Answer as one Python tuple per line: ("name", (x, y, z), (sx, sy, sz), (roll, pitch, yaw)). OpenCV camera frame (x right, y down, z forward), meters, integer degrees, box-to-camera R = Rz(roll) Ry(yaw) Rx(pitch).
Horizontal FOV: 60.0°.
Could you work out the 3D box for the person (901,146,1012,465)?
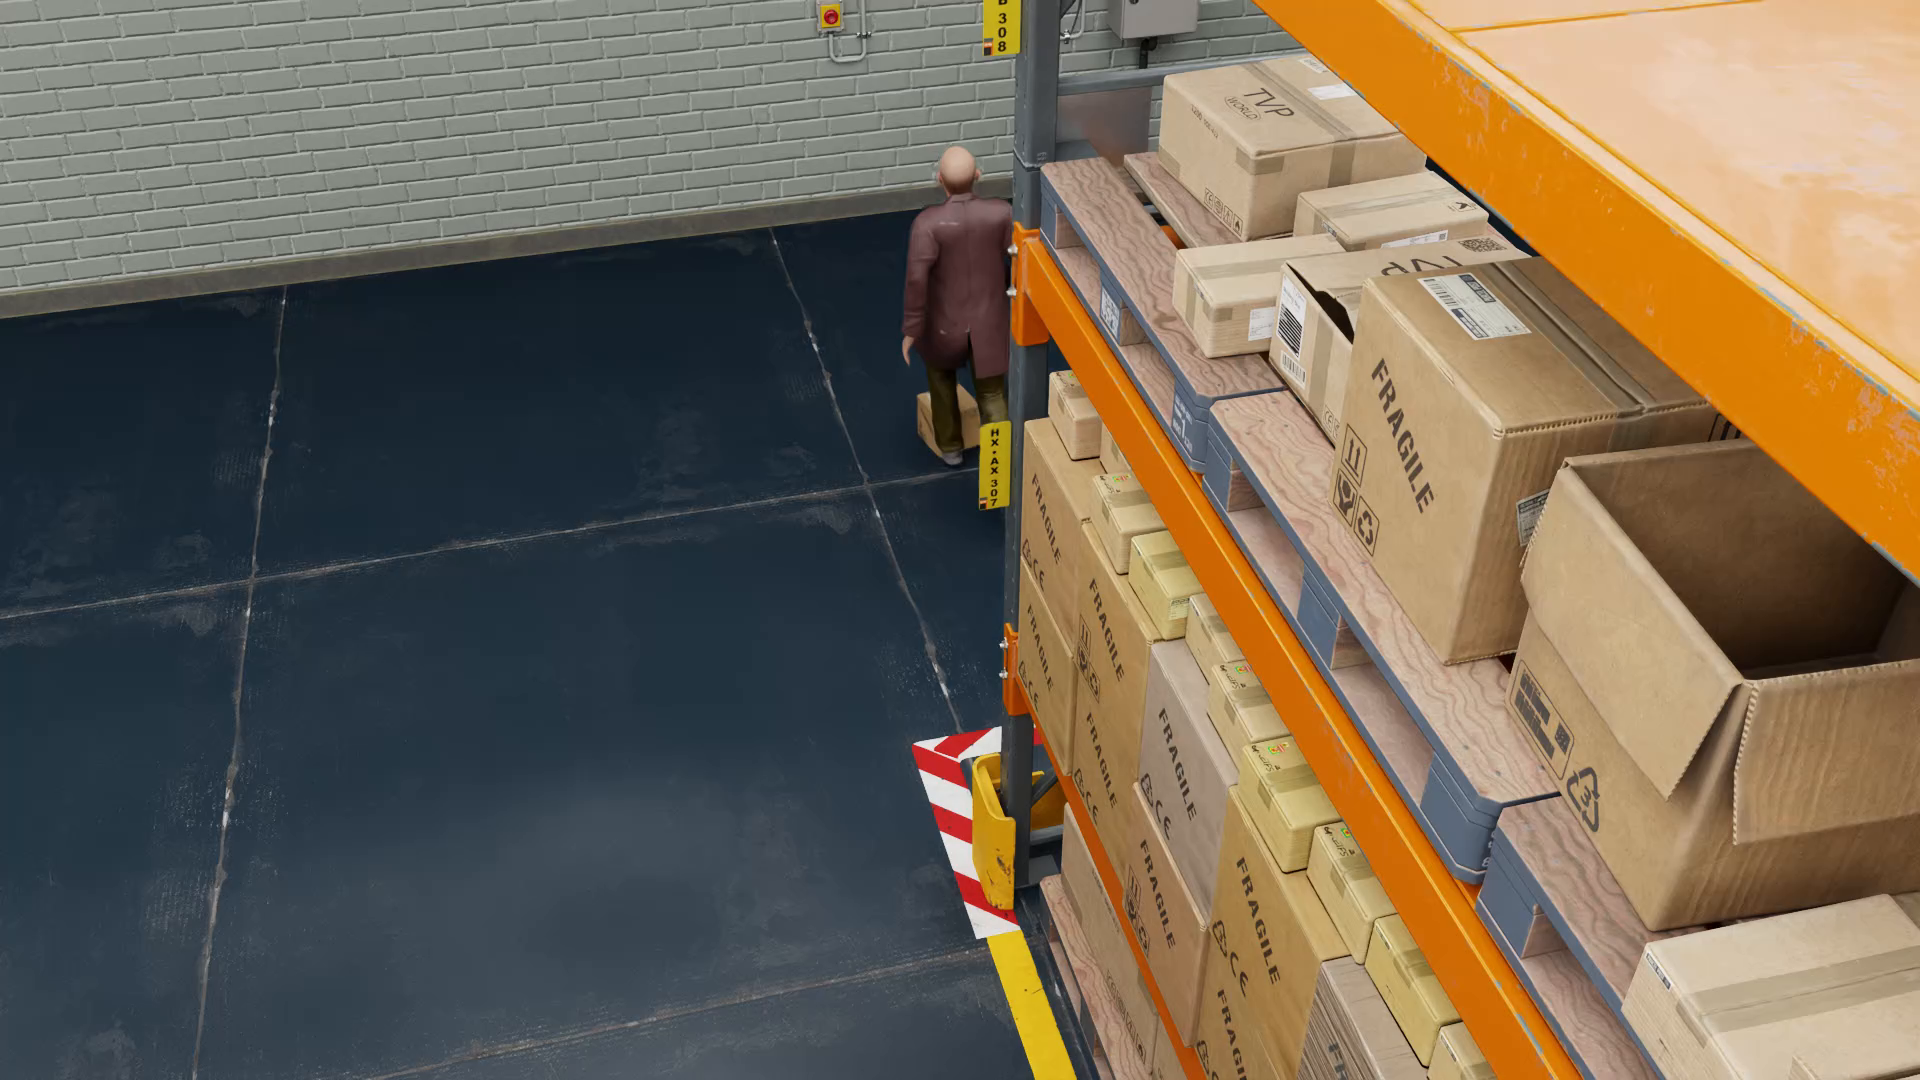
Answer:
("person", (0.046, -0.937, 8.110), (0.667, 1.527, 0.887), (-4, 38, -6))
